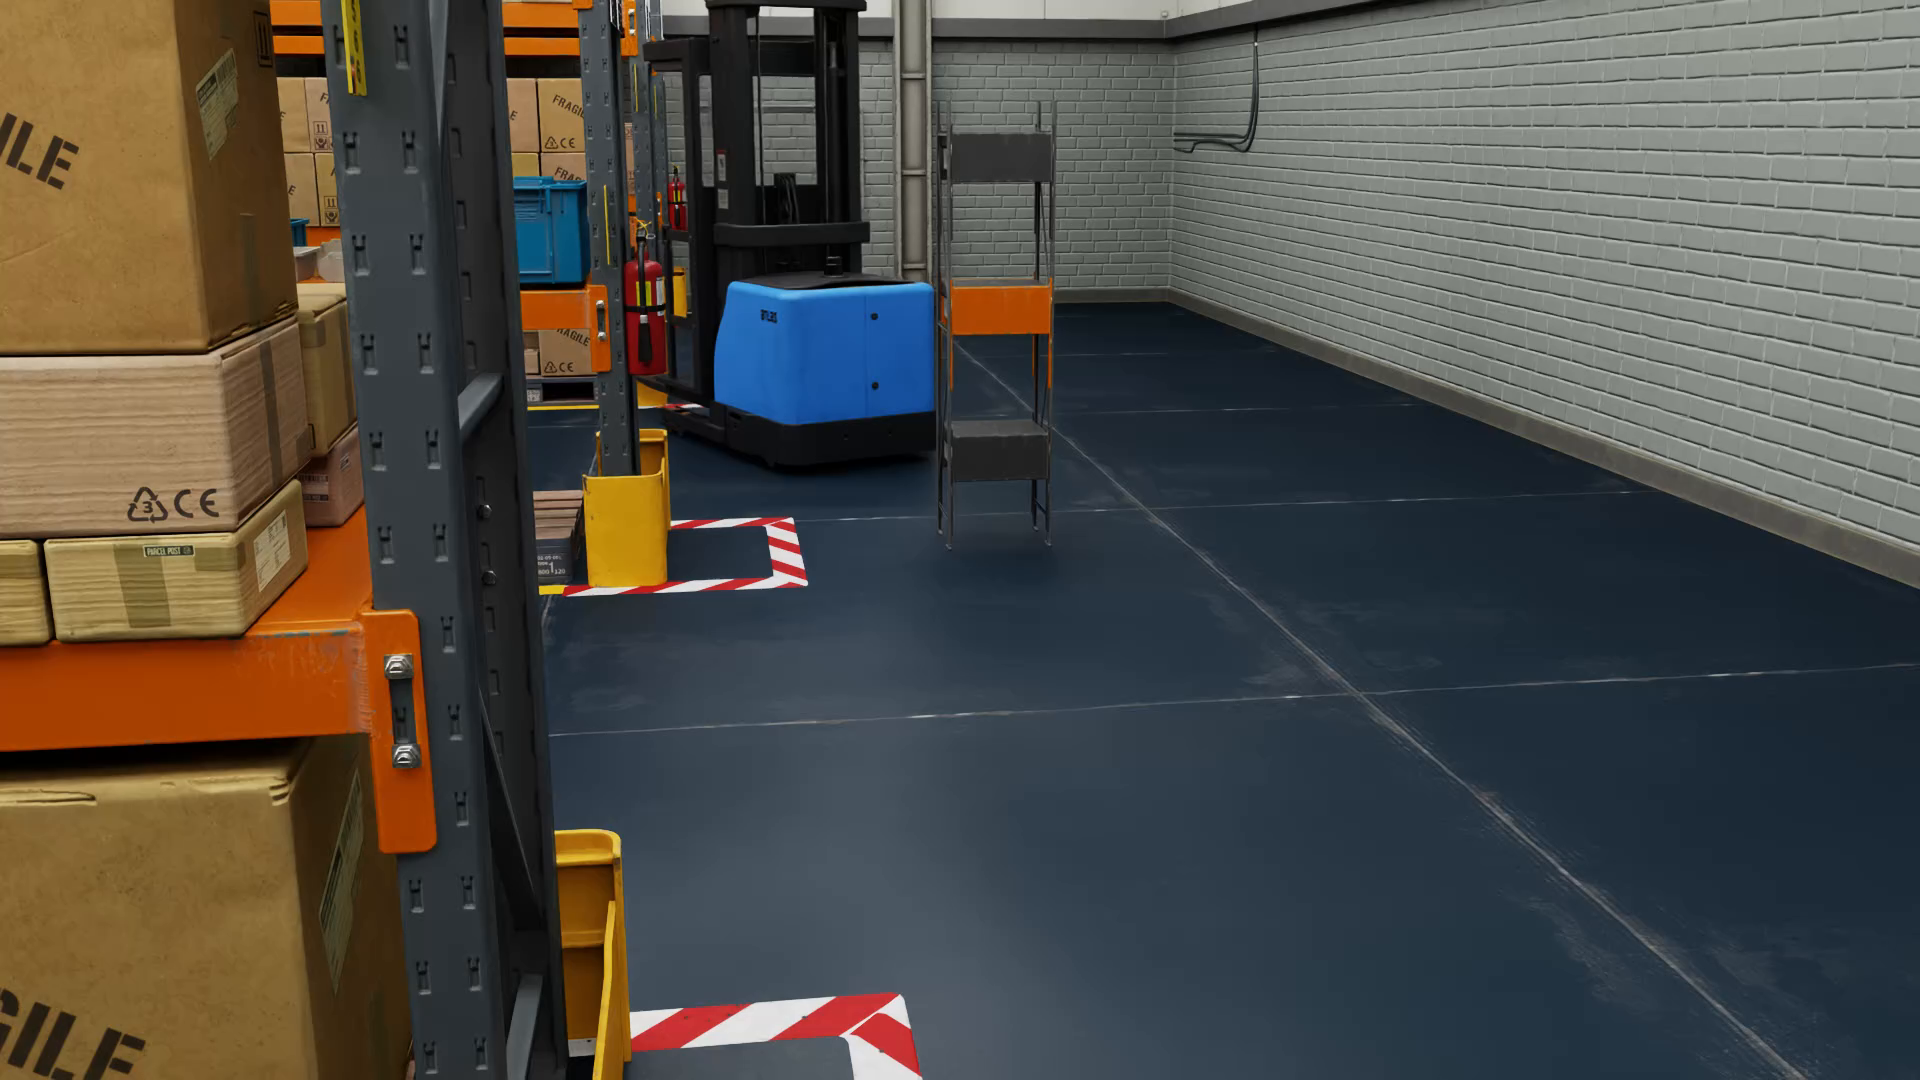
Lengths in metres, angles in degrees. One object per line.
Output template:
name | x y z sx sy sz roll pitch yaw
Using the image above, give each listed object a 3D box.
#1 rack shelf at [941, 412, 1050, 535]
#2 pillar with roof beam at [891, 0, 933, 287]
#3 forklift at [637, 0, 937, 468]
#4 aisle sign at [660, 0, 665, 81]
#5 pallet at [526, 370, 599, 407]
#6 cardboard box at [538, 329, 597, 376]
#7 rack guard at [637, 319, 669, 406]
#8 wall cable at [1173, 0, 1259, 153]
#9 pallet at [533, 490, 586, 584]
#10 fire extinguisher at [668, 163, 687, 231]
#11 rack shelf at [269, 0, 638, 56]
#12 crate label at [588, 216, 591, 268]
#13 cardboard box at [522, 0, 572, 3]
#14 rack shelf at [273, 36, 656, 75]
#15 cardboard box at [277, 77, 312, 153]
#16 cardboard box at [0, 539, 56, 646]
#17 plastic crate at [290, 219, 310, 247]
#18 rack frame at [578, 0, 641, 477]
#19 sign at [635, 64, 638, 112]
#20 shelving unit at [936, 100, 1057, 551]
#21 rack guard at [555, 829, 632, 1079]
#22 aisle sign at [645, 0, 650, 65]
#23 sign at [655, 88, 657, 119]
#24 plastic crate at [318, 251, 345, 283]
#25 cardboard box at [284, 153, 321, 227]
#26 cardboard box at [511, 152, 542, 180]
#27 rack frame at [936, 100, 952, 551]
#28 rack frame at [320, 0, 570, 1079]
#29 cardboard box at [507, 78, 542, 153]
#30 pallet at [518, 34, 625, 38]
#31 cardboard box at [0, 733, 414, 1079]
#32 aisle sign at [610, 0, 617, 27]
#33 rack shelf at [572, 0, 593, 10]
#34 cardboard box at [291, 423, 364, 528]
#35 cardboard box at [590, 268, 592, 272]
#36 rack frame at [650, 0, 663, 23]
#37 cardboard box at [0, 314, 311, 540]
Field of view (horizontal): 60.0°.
rack shelf | 0.164 -0.332 8.164 0.480 0.518 0.431 -2 14 -8
pillar with roof beam | 0.119 -5.946 13.432 0.400 9.000 9.100 -2 14 -8
forklift | -1.340 -2.152 10.777 1.130 2.935 3.031 -9 16 -31
aisle sign | -2.948 -4.957 16.477 0.004 0.787 0.394 -2 14 -8
pallet | -3.185 -1.190 12.532 1.213 0.211 1.003 -2 14 -8
cardboard box | -2.823 -1.496 12.256 0.500 0.500 0.500 -2 14 -8
rack guard | -2.397 -1.359 12.613 0.348 0.500 1.175 -2 14 -8
wall cable | 2.582 -5.288 17.193 0.112 2.526 3.097 -2 14 -8
pallet | -2.409 -0.010 7.826 1.213 0.211 1.003 -2 14 -8
fire extinguisher | -2.846 -3.442 16.705 0.183 0.674 0.296 -2 14 -8
rack shelf | -4.300 -3.608 11.754 4.000 0.370 1.077 -2 14 -8
crate label | -1.881 -1.401 7.862 0.303 0.233 0.416 -2 14 -8
cardboard box | -2.791 -3.874 11.646 0.500 0.250 0.500 -2 14 -8
rack shelf | -5.041 -4.799 16.504 4.000 0.370 1.077 -2 14 -8
cardboard box | -4.751 -2.949 11.555 0.500 0.500 0.500 -3 14 -10
cardboard box | -1.410 0.033 2.442 0.250 0.149 0.380 -2 14 -8
plastic crate | -3.183 -1.353 7.672 0.300 0.233 0.416 -2 14 -8
rack frame | -1.588 -1.383 7.569 0.127 3.000 1.000 -2 14 -8
sign | -2.259 -3.155 11.606 0.005 0.325 0.100 -2 14 -8
shelving unit | 0.164 -1.024 7.990 0.503 2.100 0.431 -2 14 -8
rack guard | -0.826 1.020 3.126 0.348 0.500 1.175 -2 14 -8
aisle sign | -2.209 -3.764 11.720 0.004 0.787 0.394 -2 14 -8
sign | -2.997 -4.311 16.379 0.005 0.325 0.100 -2 14 -8
plastic crate | -2.656 -1.204 7.274 0.243 0.136 0.396 -2 14 -8
cardboard box | -4.732 -2.468 11.689 0.500 0.500 0.500 -2 14 -9
cardboard box | -3.237 -2.521 11.904 0.500 0.500 0.500 -2 14 -8
rack frame | -0.078 -1.016 7.955 0.015 2.100 0.400 -2 14 -8
rack frame | -0.850 -0.191 2.818 0.127 3.000 1.000 -2 14 -8
cardboard box | -3.221 -3.007 11.784 0.500 0.500 0.500 -2 14 -7
pallet | -3.796 -5.148 16.600 1.213 0.211 1.003 -2 14 -8
cardboard box | -1.471 0.678 2.856 0.875 0.875 0.875 -2 14 -8
aisle sign | -1.473 -2.576 6.982 0.004 0.787 0.394 -2 14 -8
rack shelf | -3.565 -2.416 7.002 4.000 0.370 1.077 -2 14 -8
cardboard box | -1.250 -0.136 3.114 0.250 0.149 0.380 -2 14 -8
cardboard box | -3.741 -2.707 17.127 0.500 0.500 0.700 -2 14 -8
rack frame | -3.064 -6.676 16.341 0.127 3.000 1.000 -2 14 -8
cardboard box | -1.290 -0.181 2.476 0.500 0.250 0.500 -2 14 -9
